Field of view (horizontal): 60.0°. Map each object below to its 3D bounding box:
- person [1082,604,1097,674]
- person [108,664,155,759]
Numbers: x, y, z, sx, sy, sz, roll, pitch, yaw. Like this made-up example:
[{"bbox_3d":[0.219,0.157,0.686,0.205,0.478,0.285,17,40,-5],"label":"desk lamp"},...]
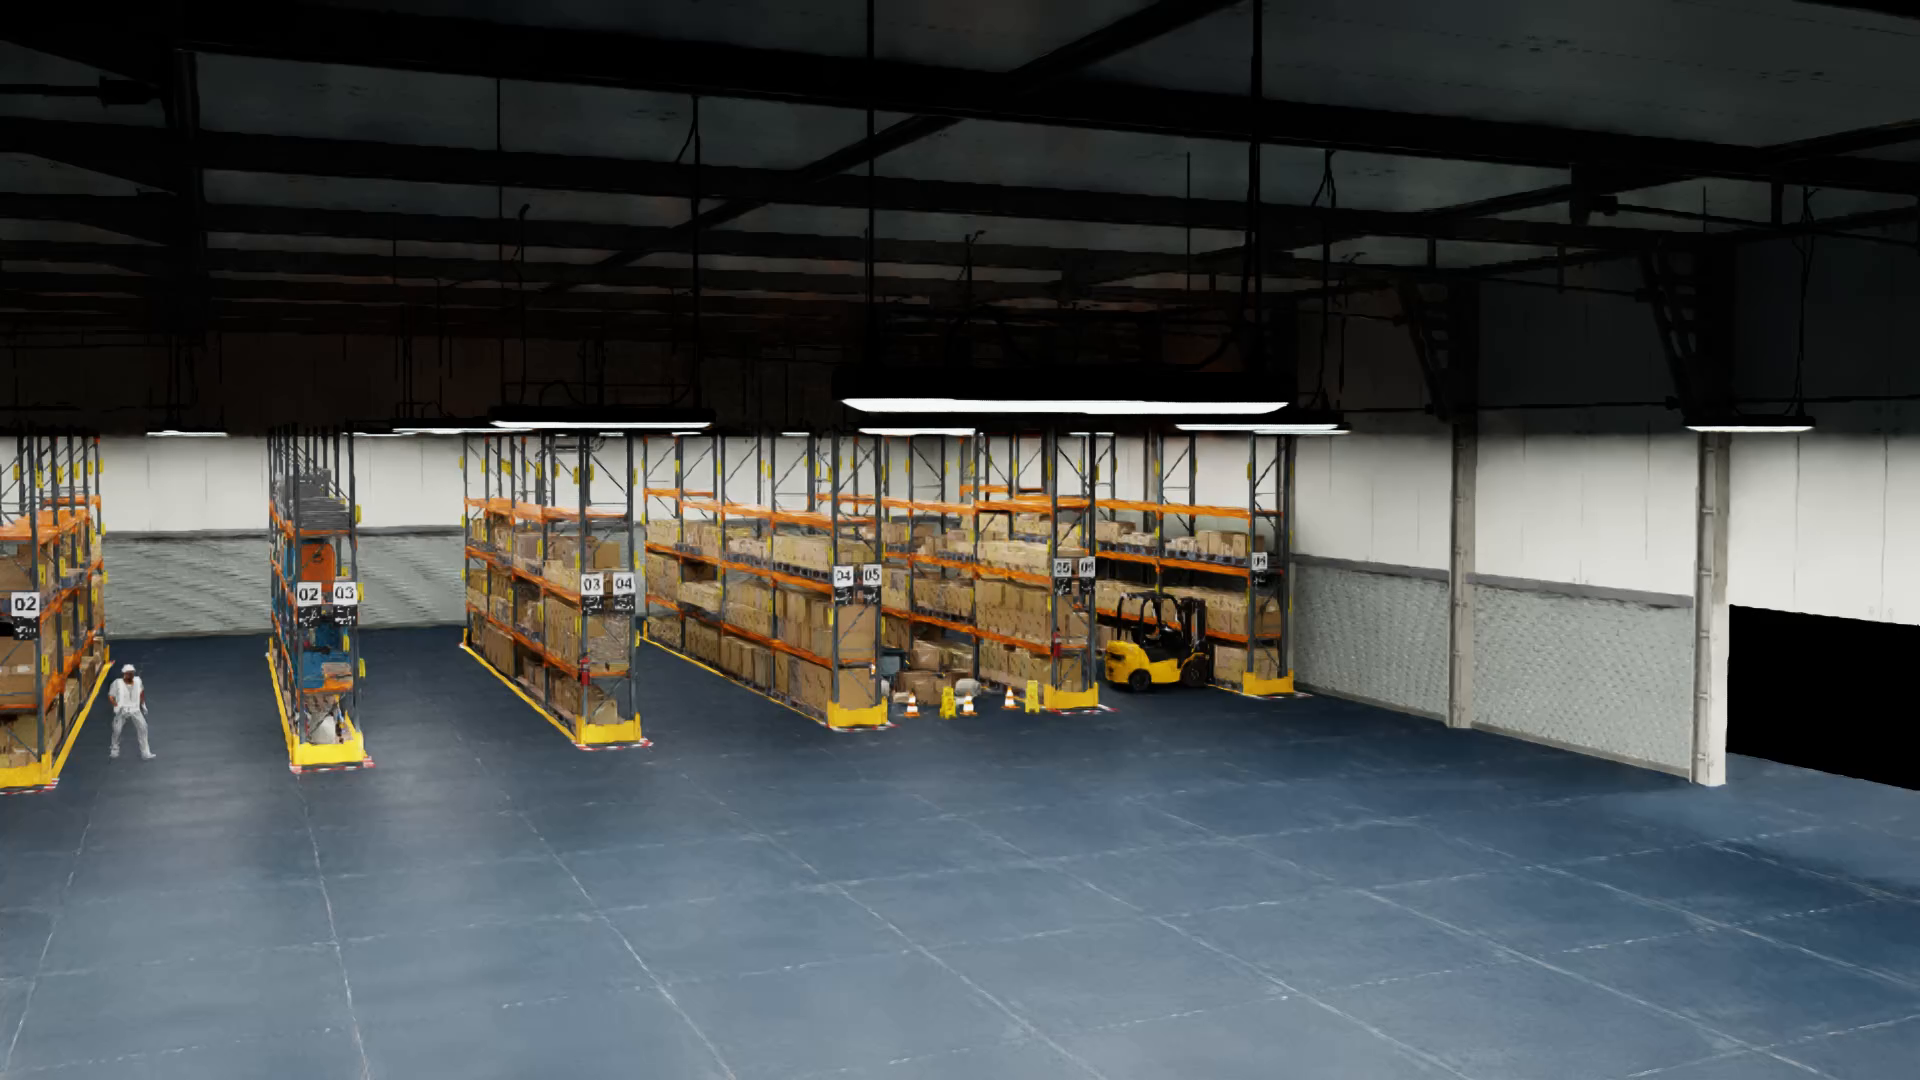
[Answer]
[{"bbox_3d":[3.060,2.404,40.455,0.544,1.667,0.572,0,3,5],"label":"person"},{"bbox_3d":[-14.840,3.045,29.657,0.692,1.722,0.846,-3,5,-41],"label":"person"}]
